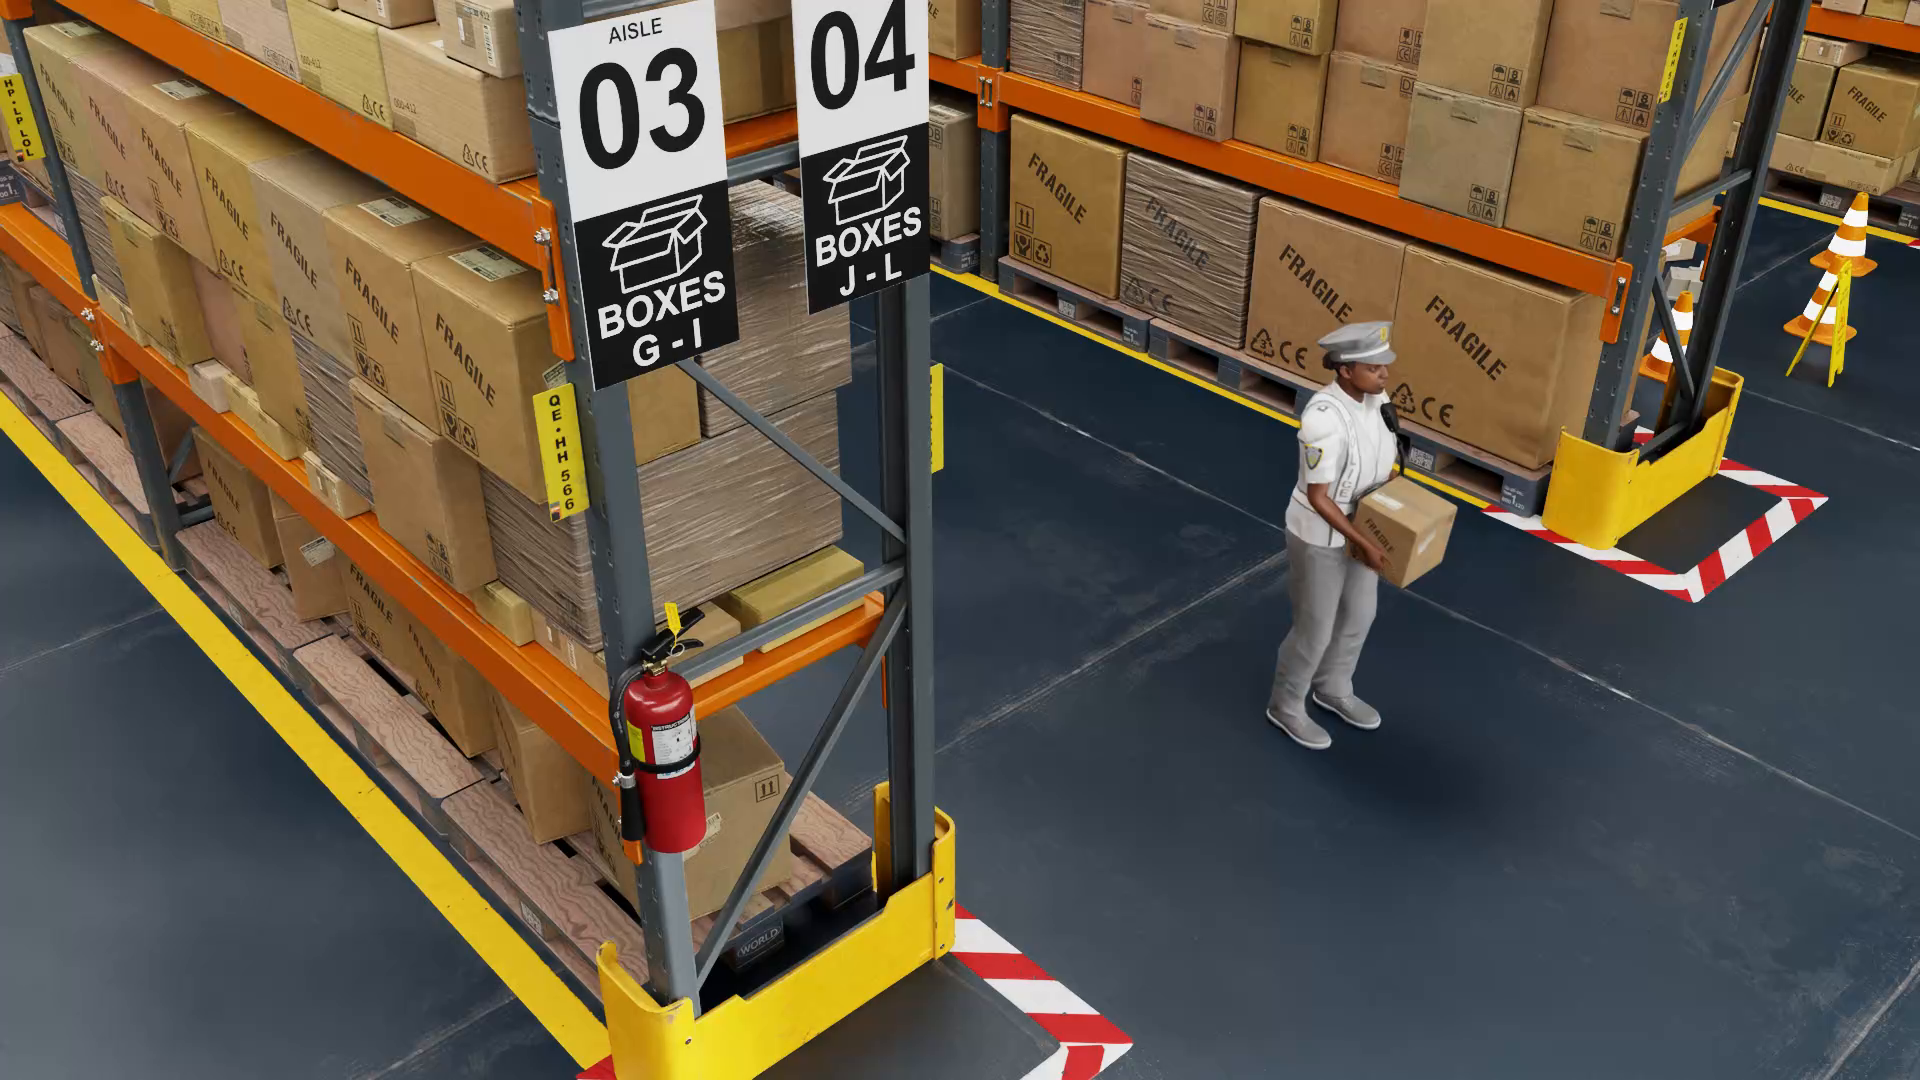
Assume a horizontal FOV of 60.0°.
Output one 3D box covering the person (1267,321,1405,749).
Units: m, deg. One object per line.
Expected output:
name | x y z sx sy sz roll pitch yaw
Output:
person | 1.452 -0.004 6.111 0.468 1.692 0.503 -26 40 -35
